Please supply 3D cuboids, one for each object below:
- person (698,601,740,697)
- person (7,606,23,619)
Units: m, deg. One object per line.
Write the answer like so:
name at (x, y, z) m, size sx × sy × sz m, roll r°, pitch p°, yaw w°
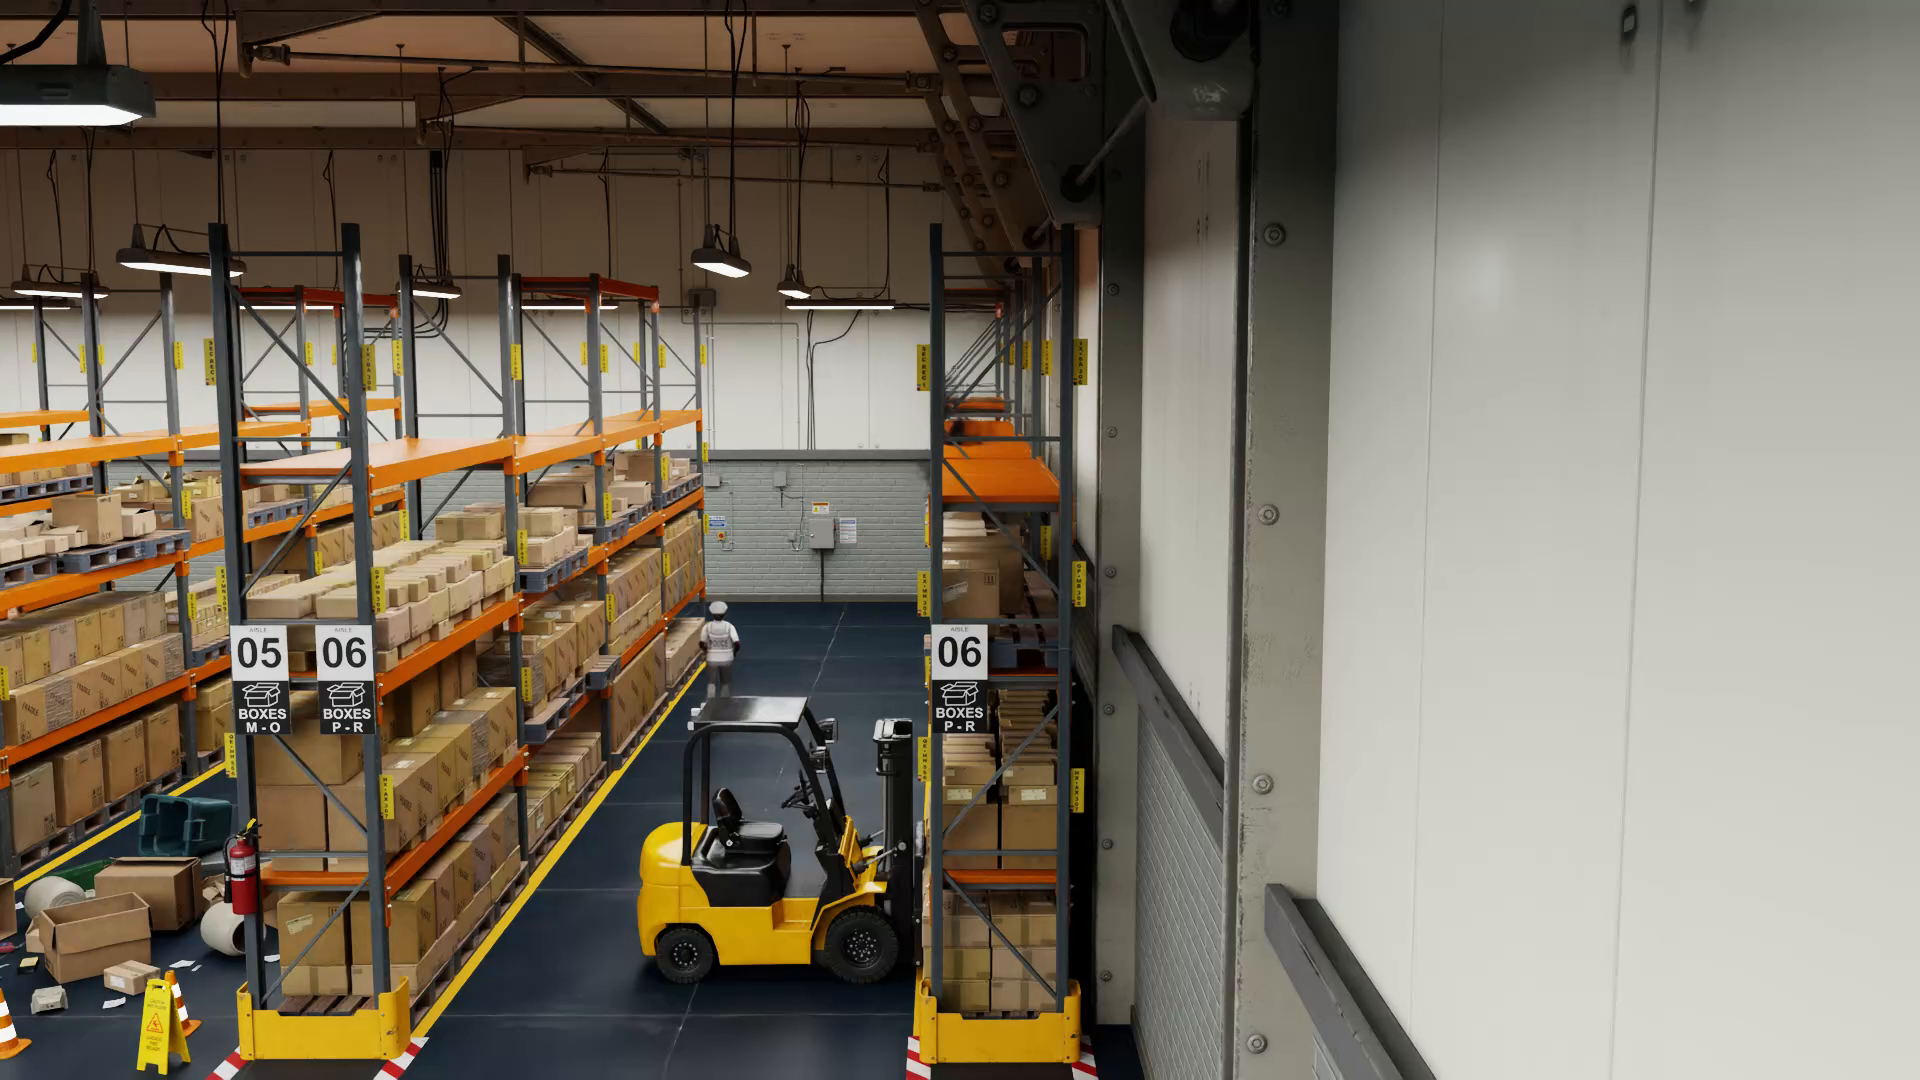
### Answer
person at (-3.319, 1.667, 22.986) m, size 0.575 × 1.651 × 0.570 m, roll -1°, pitch 7°, yaw -5°
person at (-12.761, 1.712, 22.505) m, size 0.539 × 1.726 × 0.772 m, roll -1°, pitch 7°, yaw -7°
